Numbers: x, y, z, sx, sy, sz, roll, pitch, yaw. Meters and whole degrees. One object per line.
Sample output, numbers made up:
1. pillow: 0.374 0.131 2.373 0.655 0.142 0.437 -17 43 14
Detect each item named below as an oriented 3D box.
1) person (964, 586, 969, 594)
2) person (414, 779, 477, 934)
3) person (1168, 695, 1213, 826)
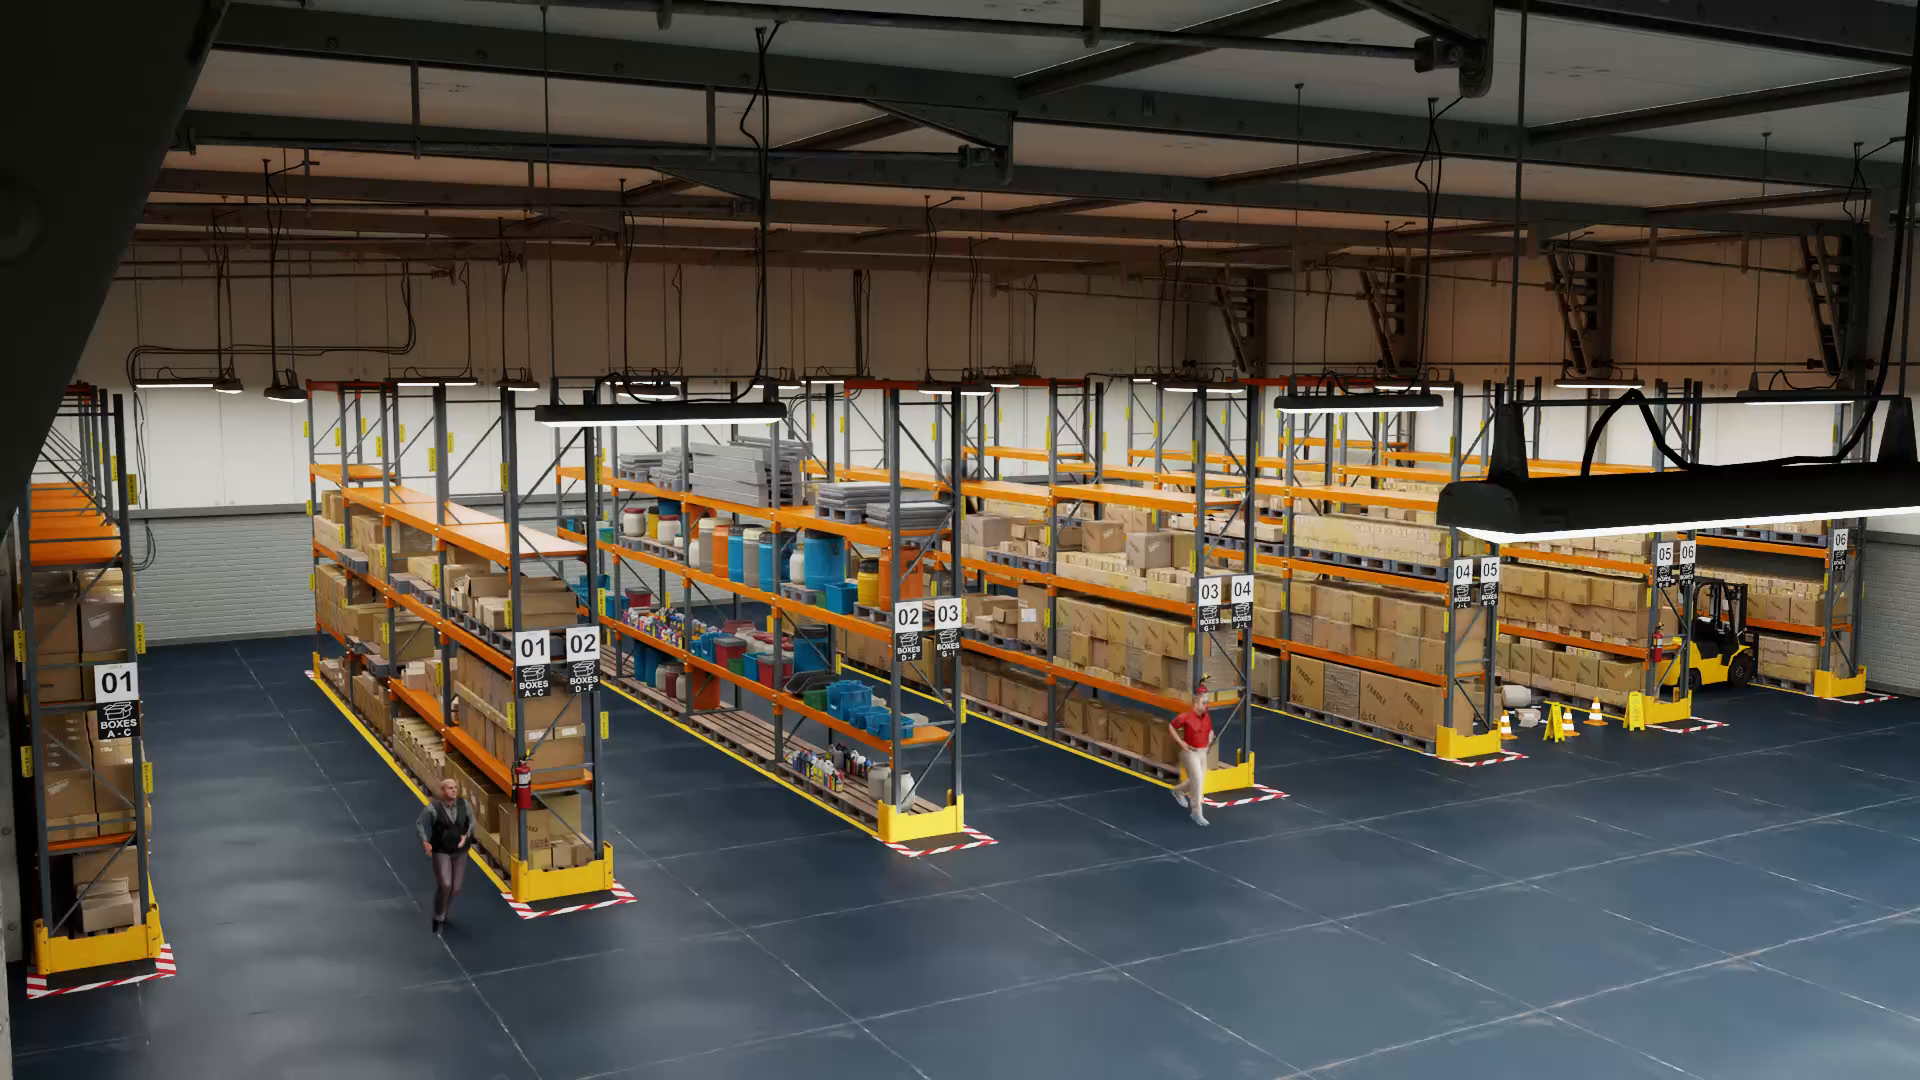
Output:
1. person: -0.019 1.694 35.523 0.609 1.847 0.849 -4 7 -34
2. person: -5.742 3.559 18.744 0.649 1.742 0.611 -5 8 -38
3. person: 3.315 3.026 23.249 0.679 1.724 0.932 -5 8 -40
